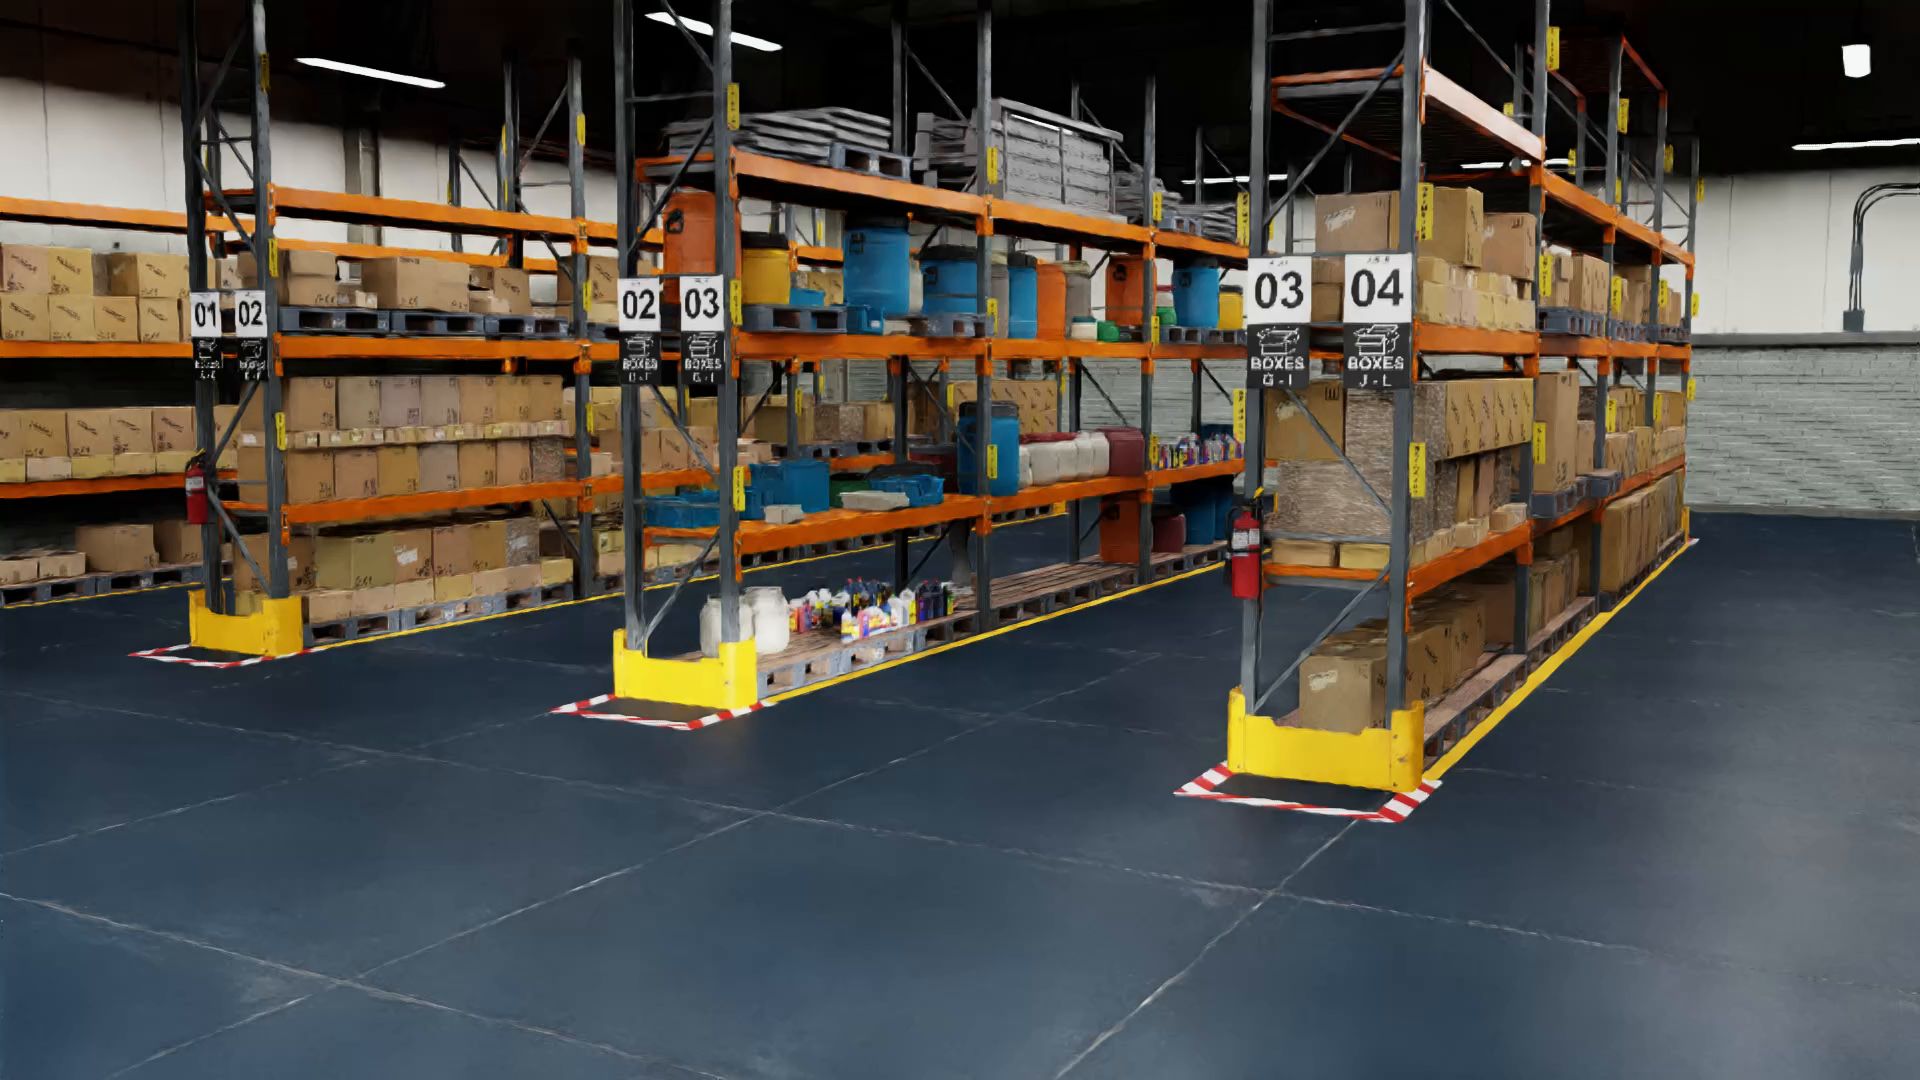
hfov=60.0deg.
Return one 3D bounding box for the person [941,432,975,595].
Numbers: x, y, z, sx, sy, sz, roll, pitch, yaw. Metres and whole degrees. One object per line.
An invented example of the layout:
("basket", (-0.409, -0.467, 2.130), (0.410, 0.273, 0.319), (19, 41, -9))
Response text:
("person", (-0.033, -0.295, 16.978), (0.568, 1.667, 0.612), (4, 7, 36))
